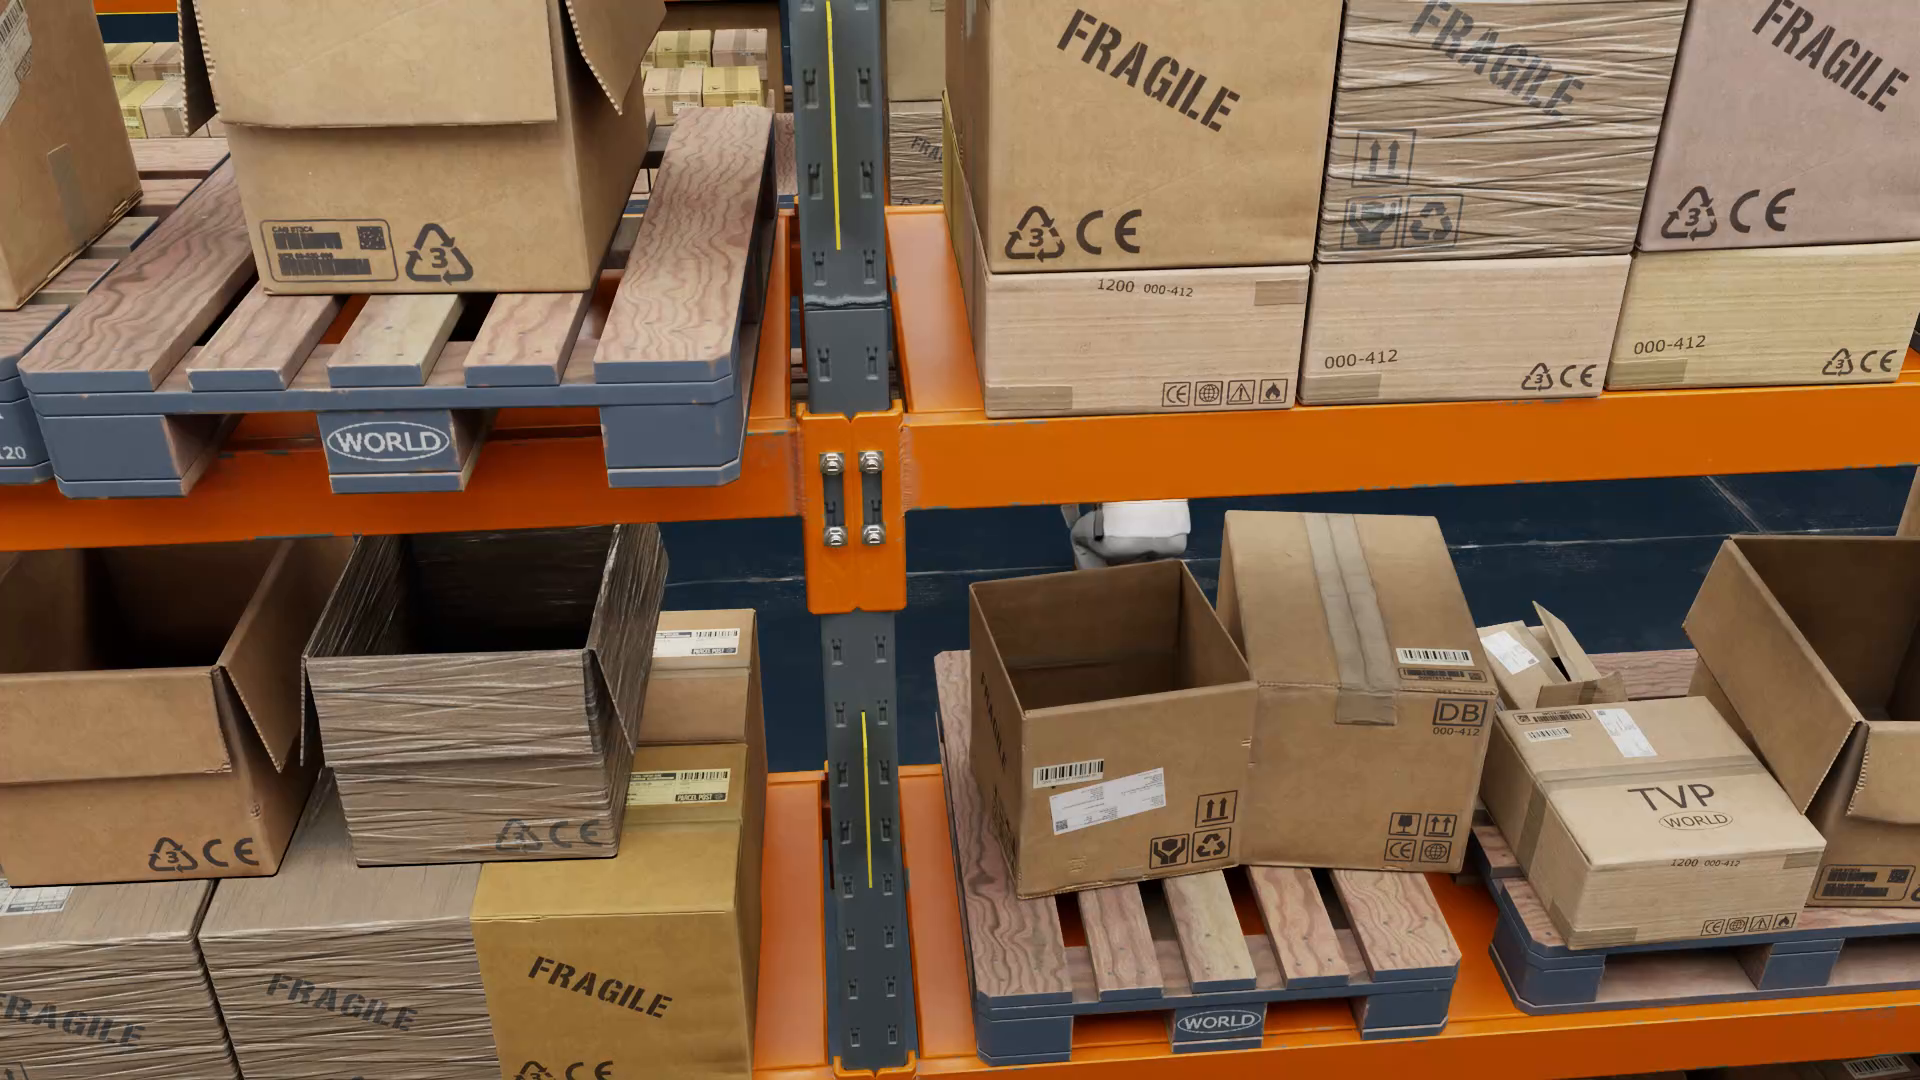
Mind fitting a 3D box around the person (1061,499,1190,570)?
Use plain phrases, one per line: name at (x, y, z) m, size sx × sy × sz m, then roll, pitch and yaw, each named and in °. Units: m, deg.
person at (0.663, -0.137, 6.830) m, size 0.522 × 1.180 × 0.796 m, roll -3°, pitch 31°, yaw -5°
